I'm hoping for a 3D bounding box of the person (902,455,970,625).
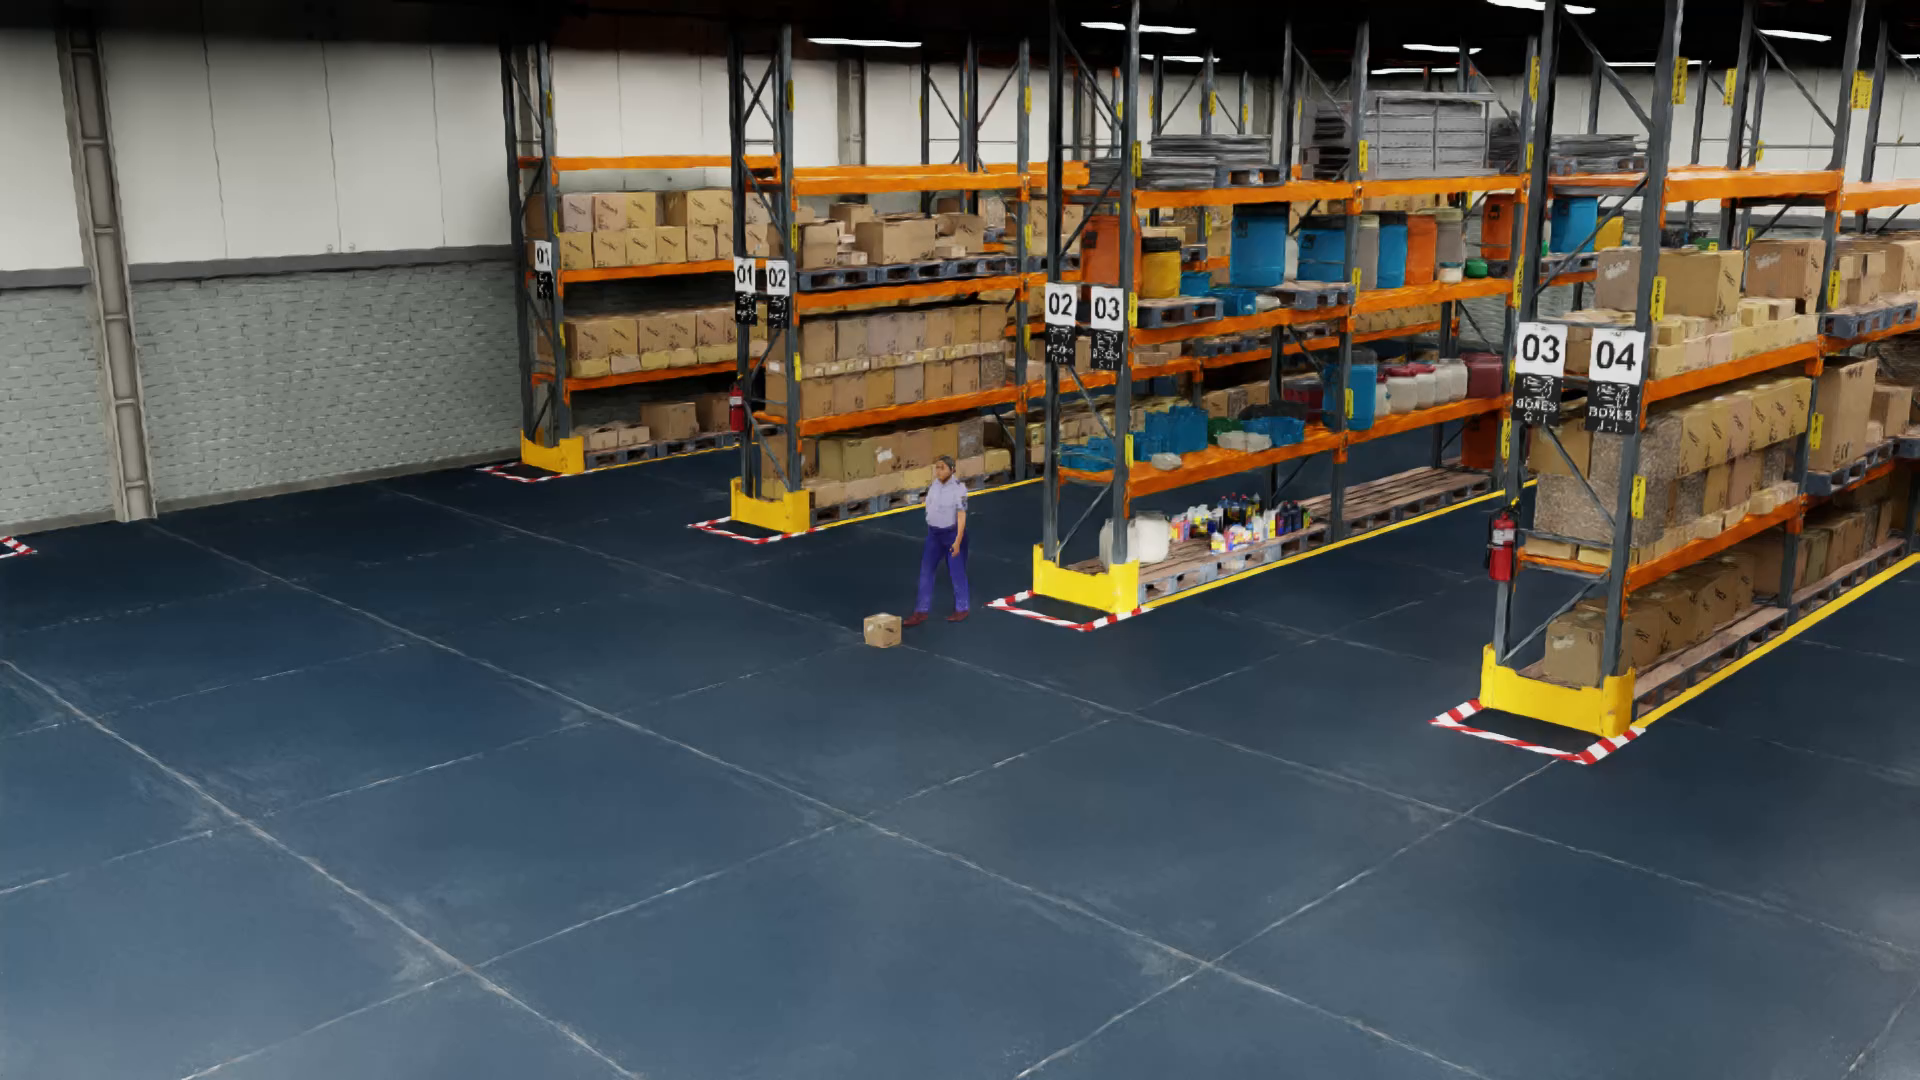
[{"bbox_3d":[-0.179,-0.002,15.977,0.494,1.638,0.683,11,18,39],"label":"person"}]
